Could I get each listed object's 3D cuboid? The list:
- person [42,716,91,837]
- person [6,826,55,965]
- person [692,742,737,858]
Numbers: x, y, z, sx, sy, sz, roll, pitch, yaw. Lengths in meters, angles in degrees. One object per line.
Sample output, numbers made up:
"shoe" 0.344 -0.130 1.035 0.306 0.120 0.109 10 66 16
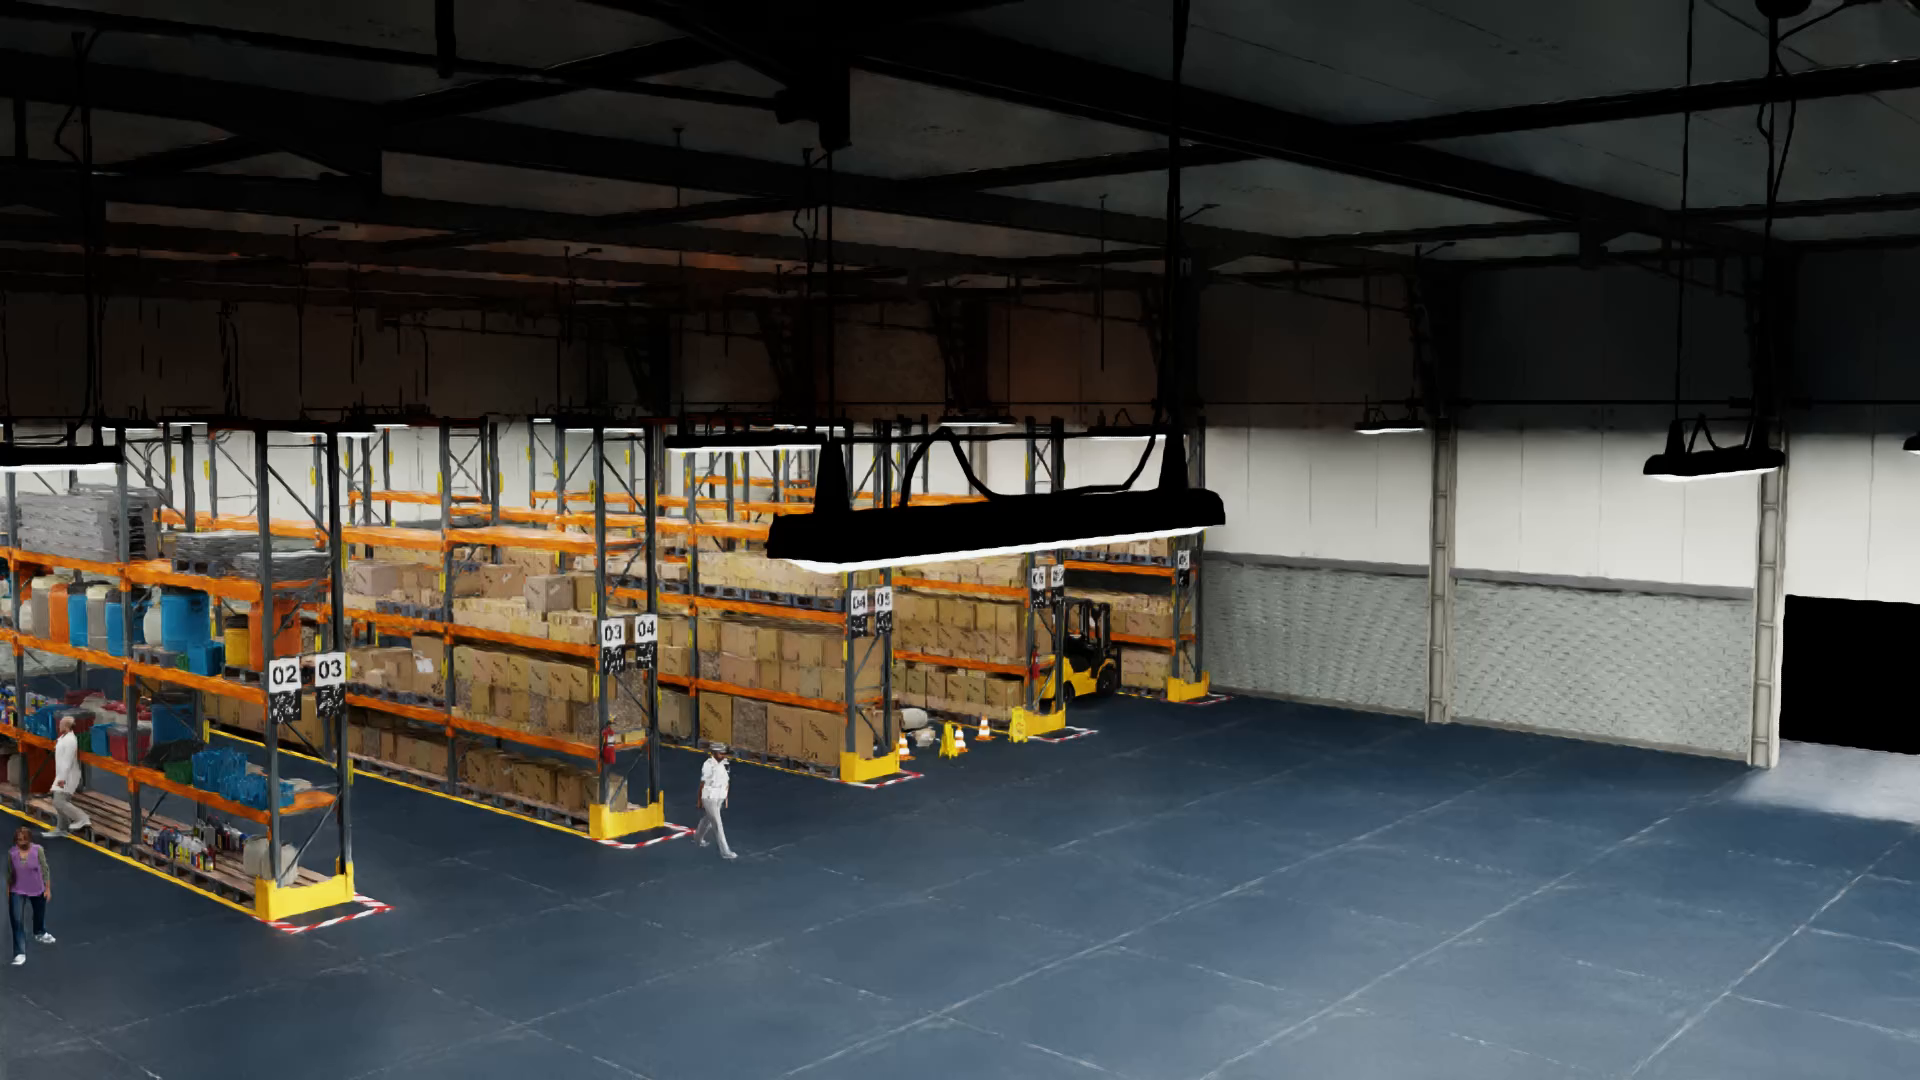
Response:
"person" -12.941 3.430 24.024 0.606 1.768 0.659 -3 6 -35
"person" -10.618 3.980 18.963 0.461 1.531 0.867 -2 5 -27
"person" -3.409 3.586 23.267 1.091 1.590 0.445 4 6 39
